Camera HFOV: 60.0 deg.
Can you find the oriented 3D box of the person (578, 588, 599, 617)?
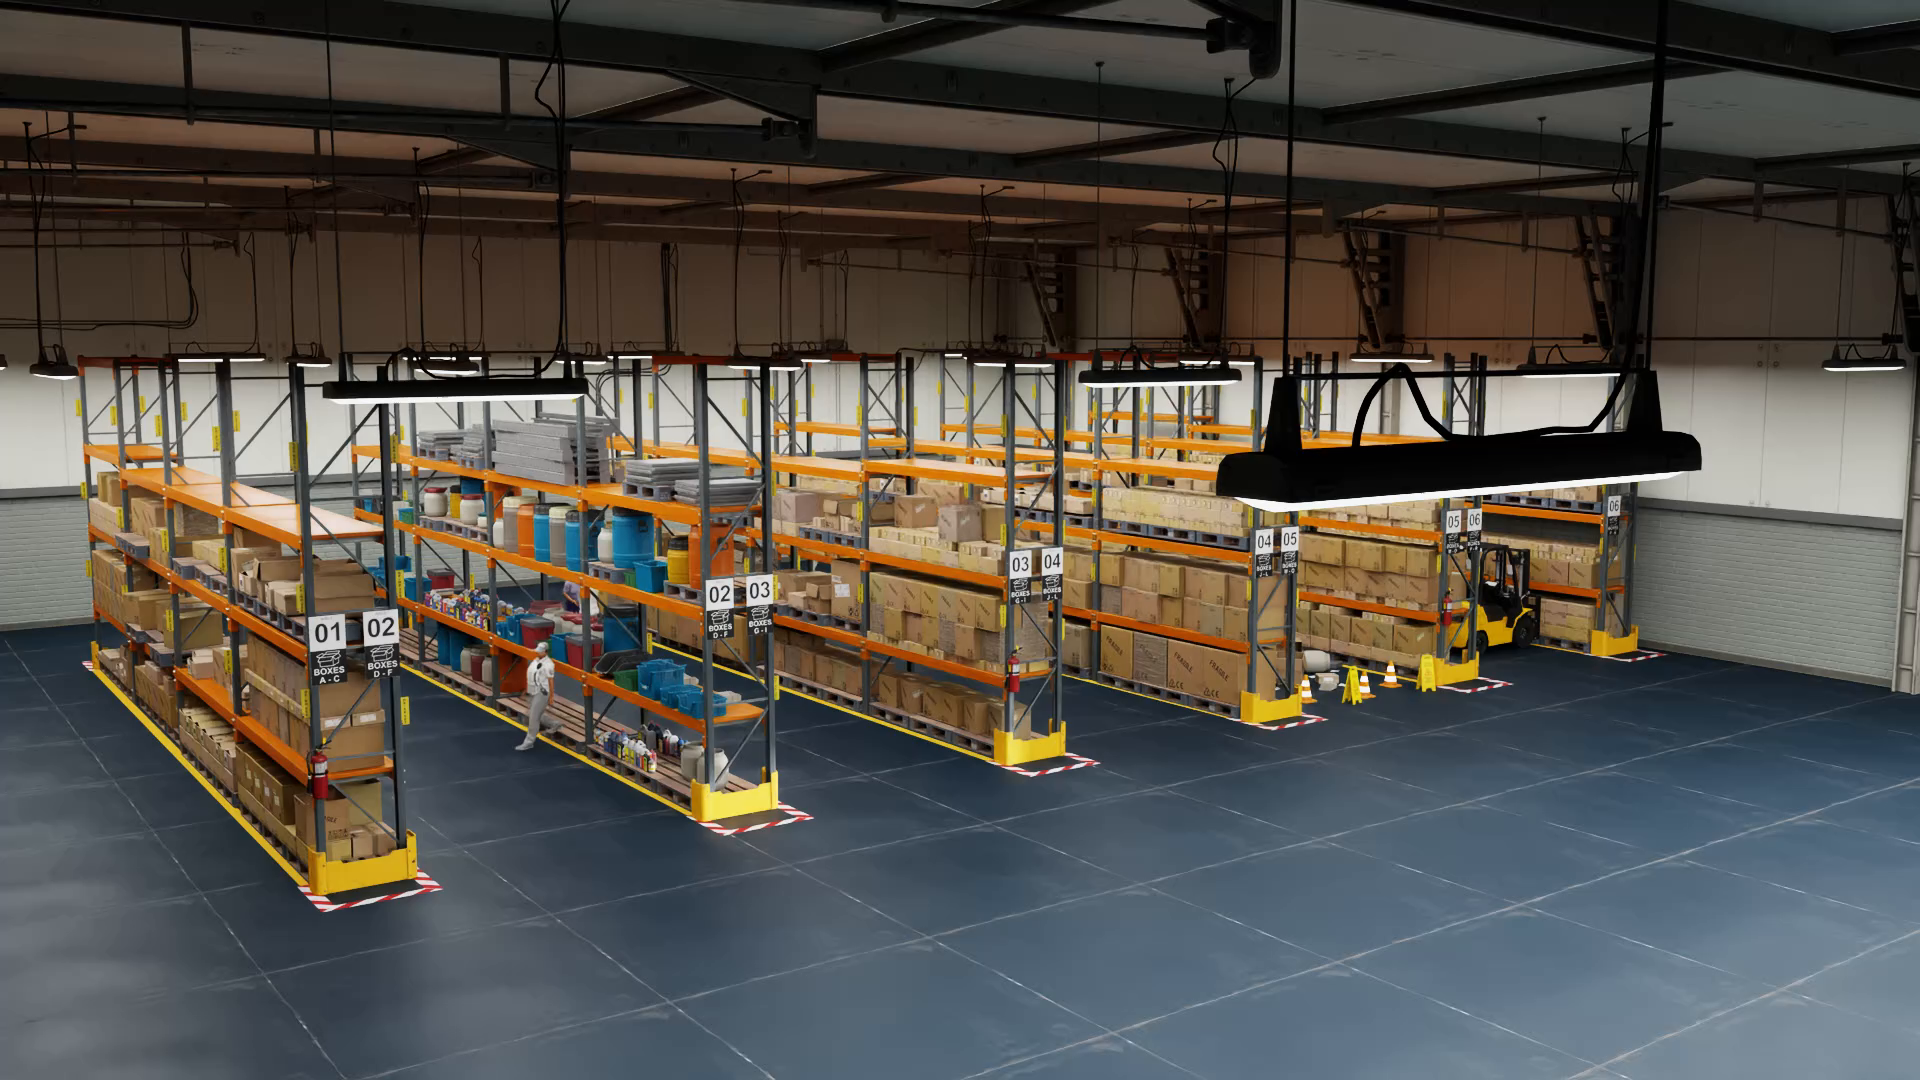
[{"bbox_3d":[-7.293,1.494,32.814,0.426,1.836,0.609,2,7,15],"label":"person"}]

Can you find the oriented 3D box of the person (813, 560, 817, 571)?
[{"bbox_3d":[-4.009,-0.006,45.406,0.445,1.645,0.744,2,7,16],"label":"person"}]

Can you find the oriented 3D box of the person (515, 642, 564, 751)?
[{"bbox_3d":[-6.535,2.387,25.763,0.872,1.626,0.493,-6,9,-38],"label":"person"}]

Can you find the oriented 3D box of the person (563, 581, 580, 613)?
[{"bbox_3d":[-8.021,1.343,34.801,0.617,1.561,0.750,-3,8,-25],"label":"person"}]
